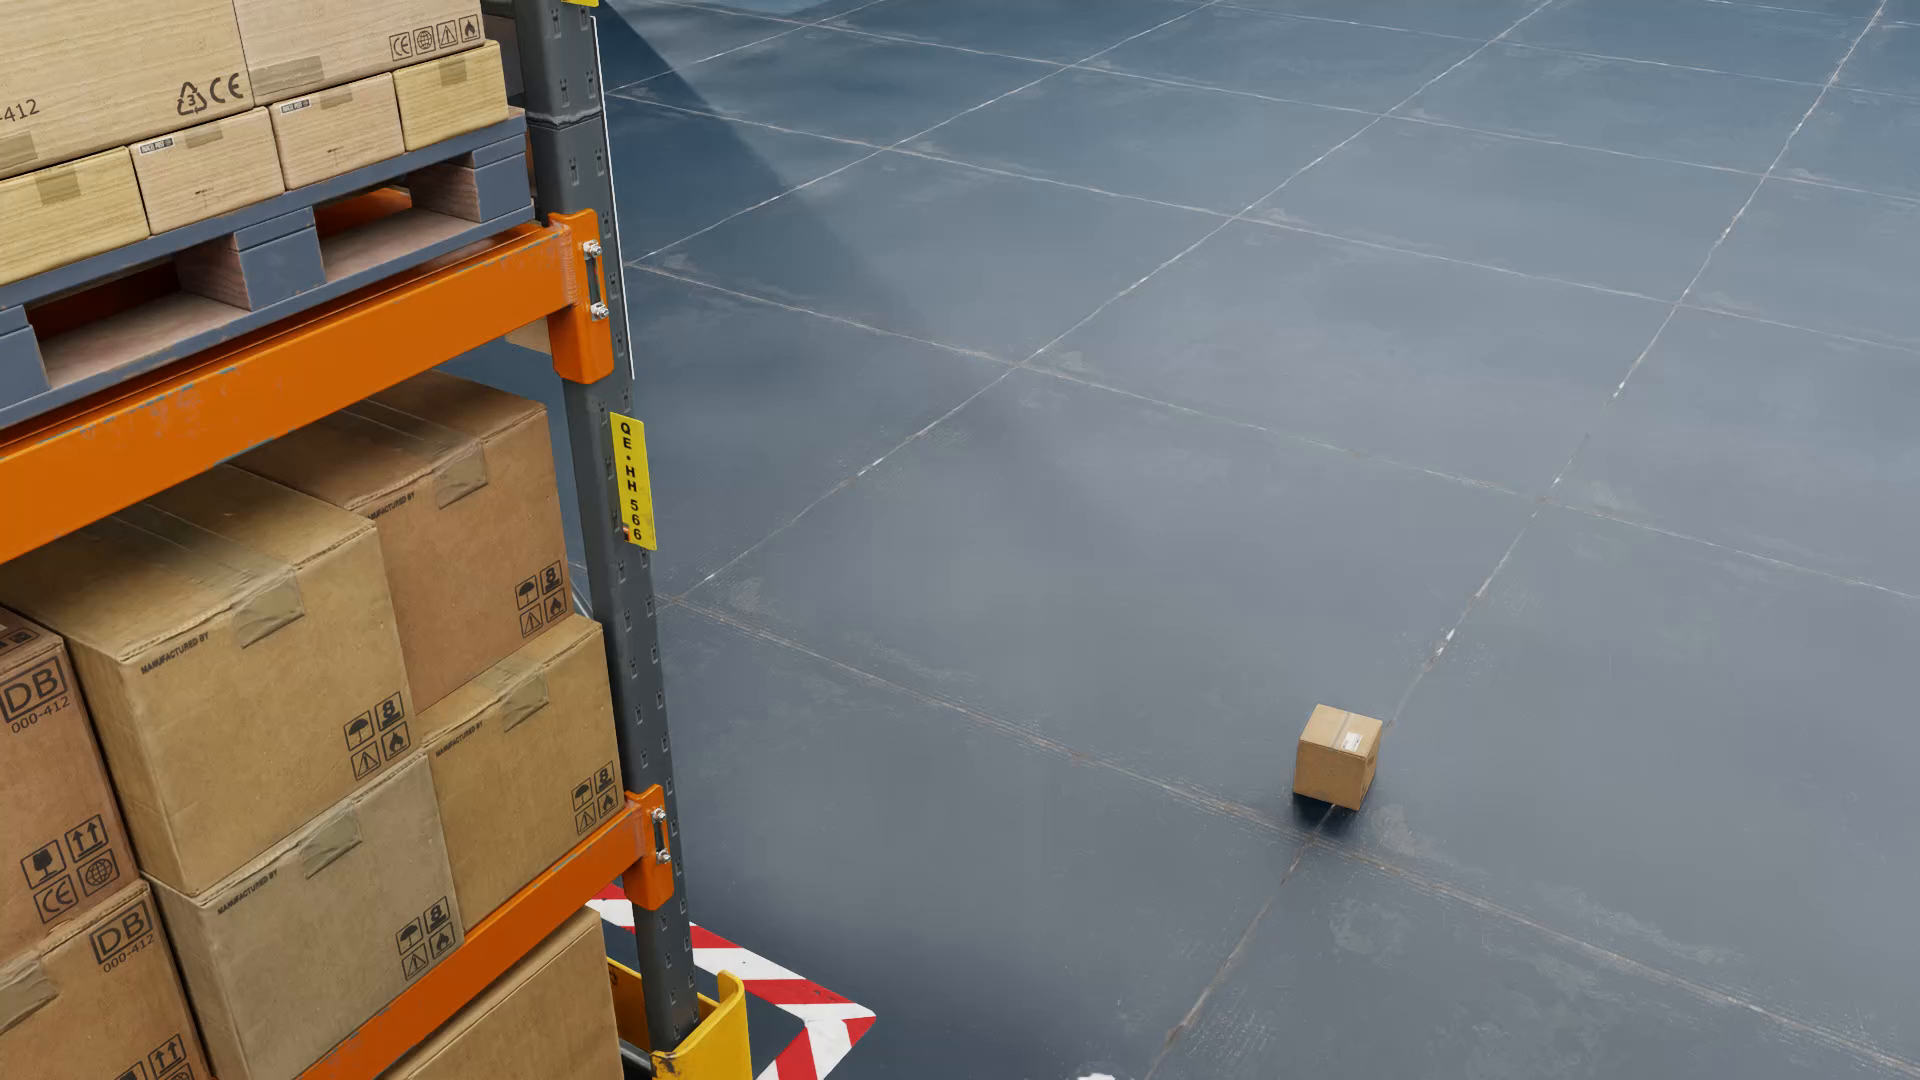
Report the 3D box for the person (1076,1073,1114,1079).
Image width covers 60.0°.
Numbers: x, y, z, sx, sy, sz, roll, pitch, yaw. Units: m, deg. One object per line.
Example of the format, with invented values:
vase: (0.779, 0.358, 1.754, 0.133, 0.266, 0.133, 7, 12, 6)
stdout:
person: (0.246, 1.693, 3.191, 0.568, 1.747, 0.777, 7, 31, 11)
